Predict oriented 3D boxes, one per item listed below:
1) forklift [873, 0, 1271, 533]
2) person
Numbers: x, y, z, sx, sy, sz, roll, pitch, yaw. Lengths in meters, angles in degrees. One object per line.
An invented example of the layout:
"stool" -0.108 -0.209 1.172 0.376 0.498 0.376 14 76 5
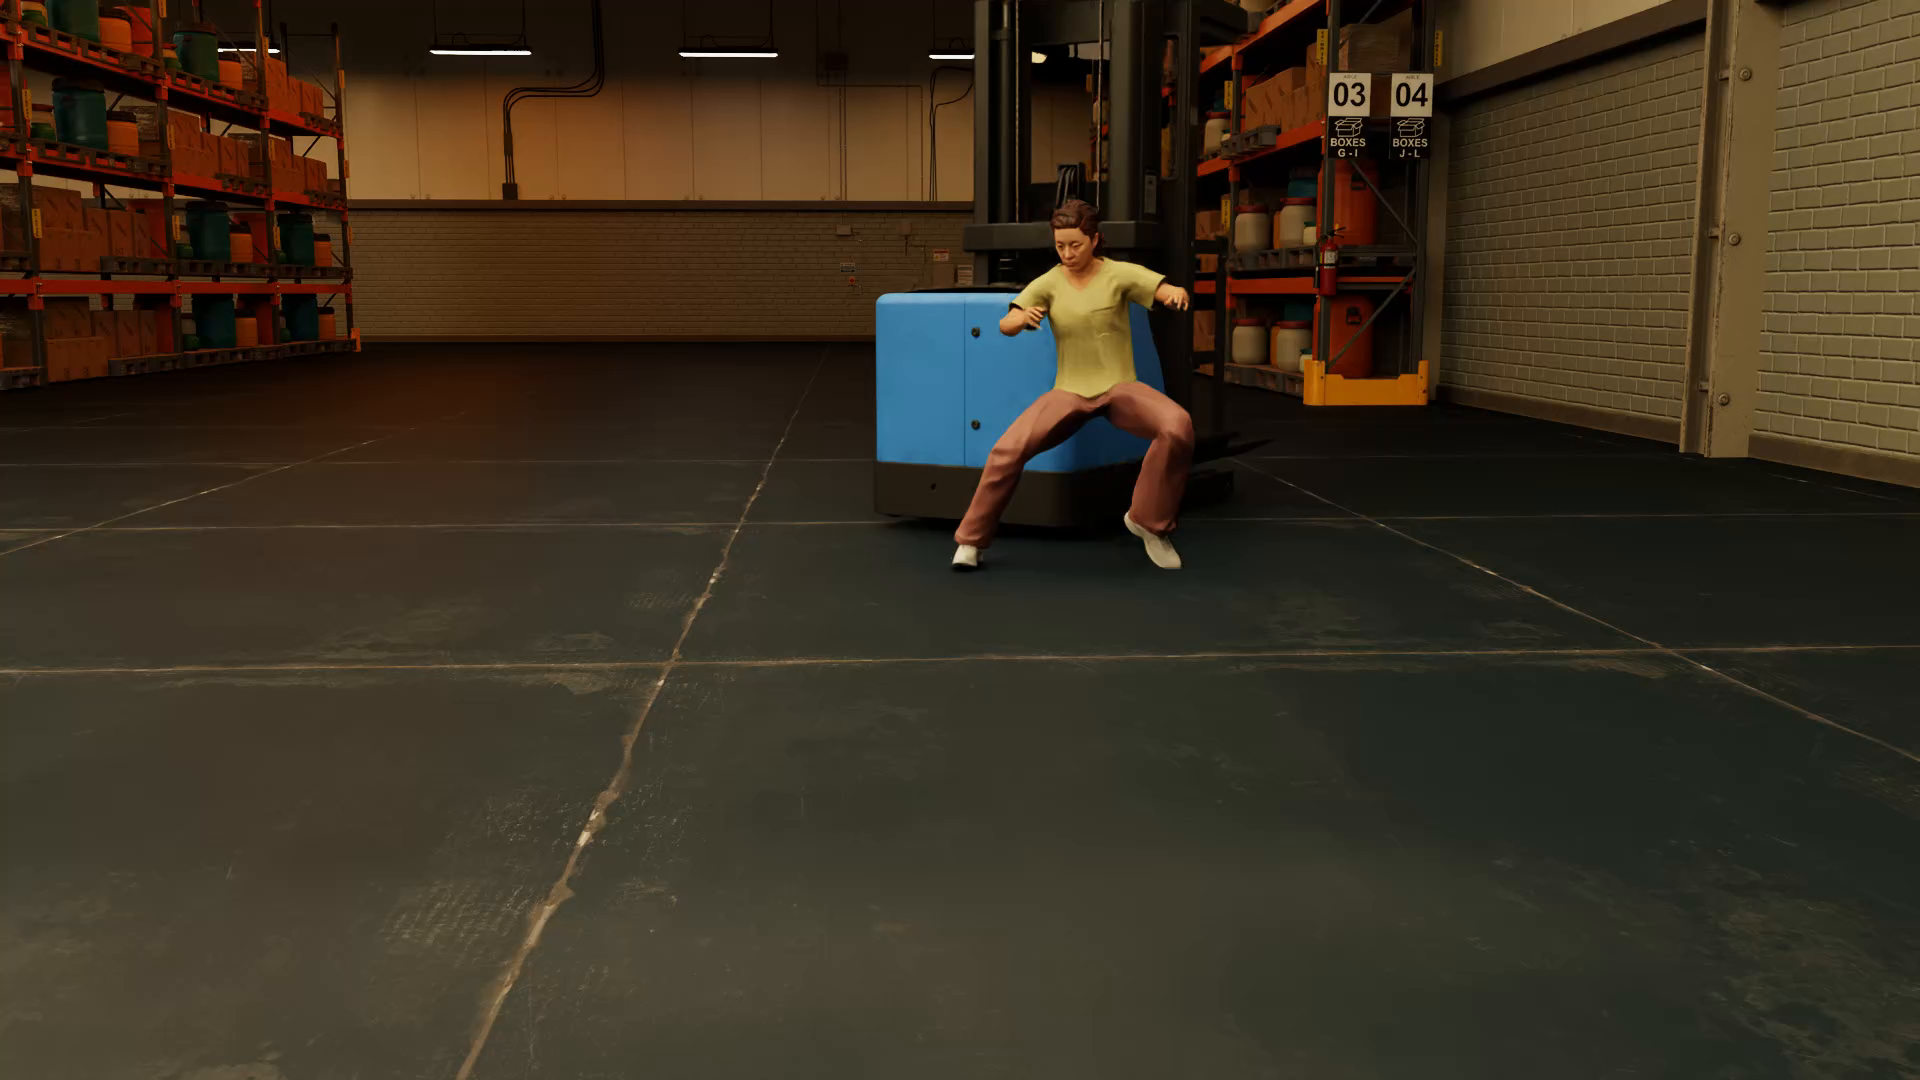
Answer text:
"forklift" 0.779 -1.658 8.498 1.130 2.935 3.031 5 10 30
"person" 0.455 -0.594 6.480 0.954 1.450 0.668 2 9 16
